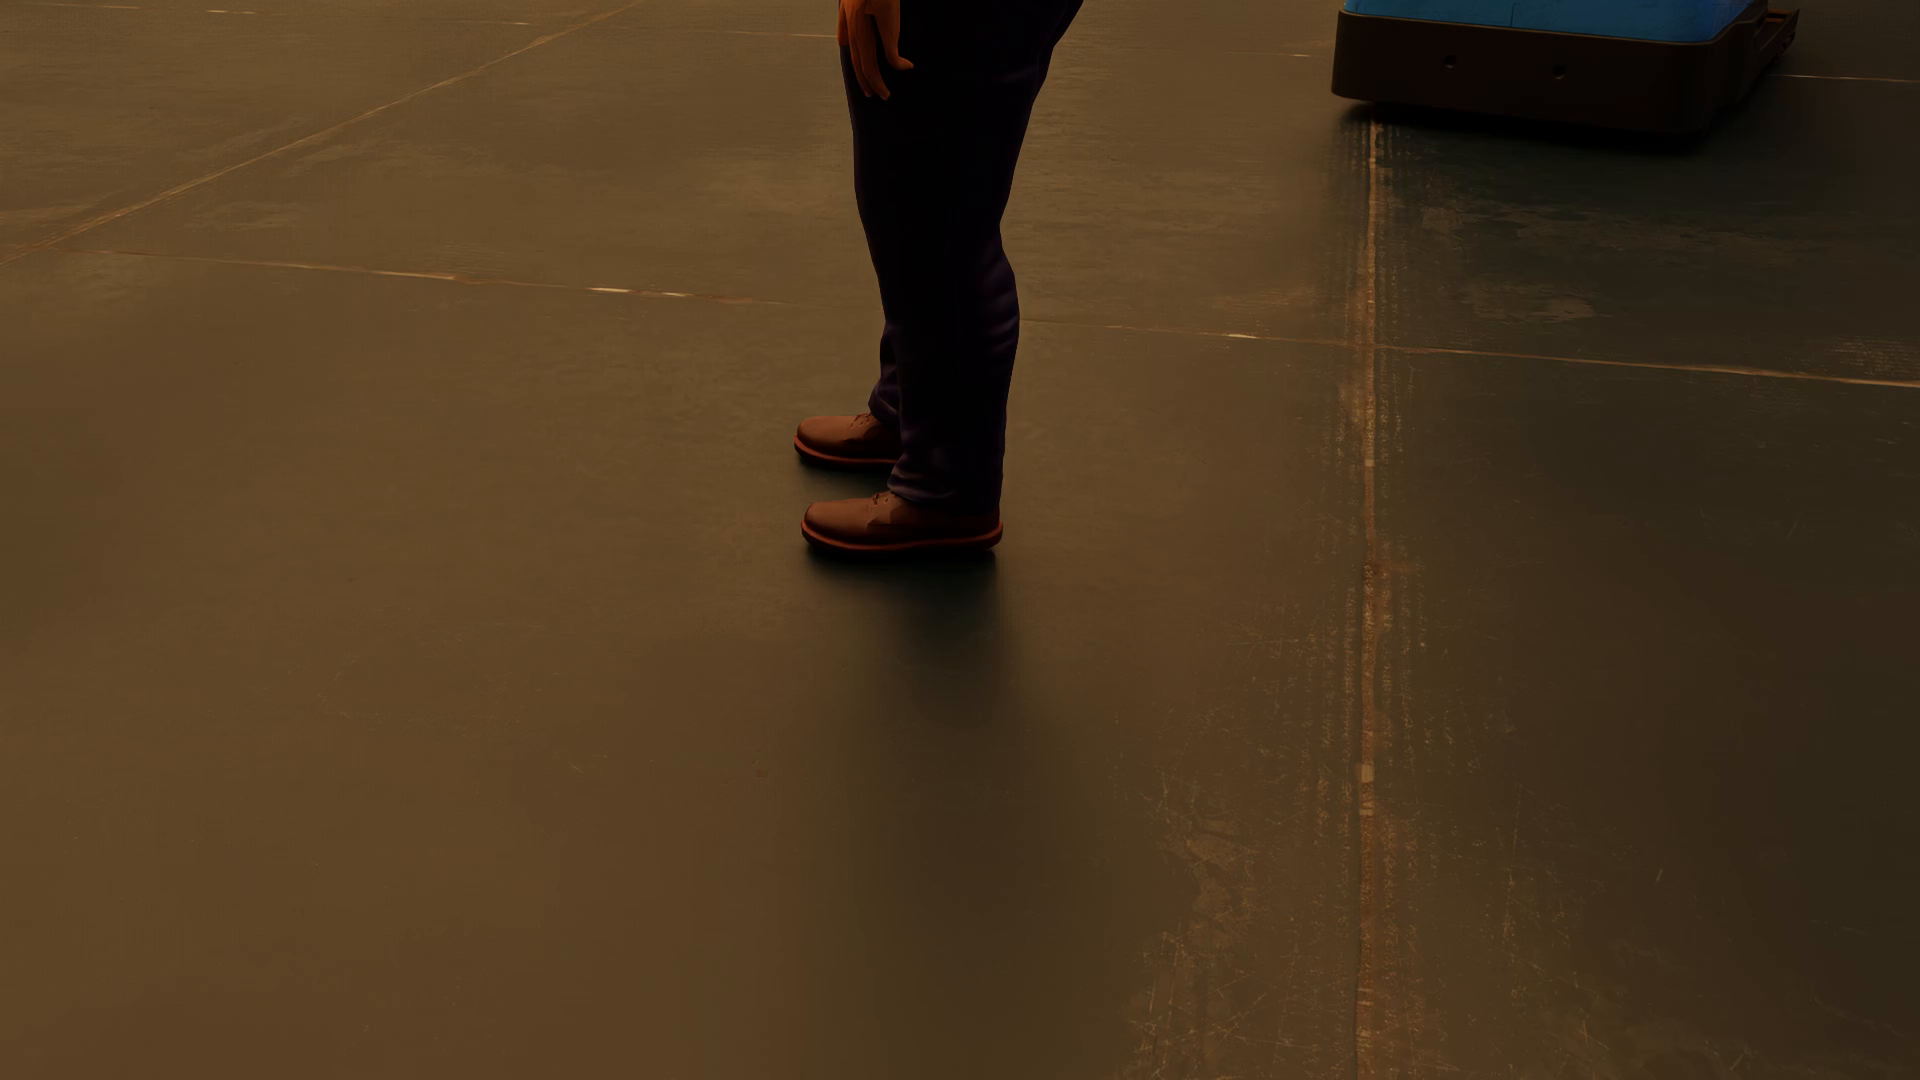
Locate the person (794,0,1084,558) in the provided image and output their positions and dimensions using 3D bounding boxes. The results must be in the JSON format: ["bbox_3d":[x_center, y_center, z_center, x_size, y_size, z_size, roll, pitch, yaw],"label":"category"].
[{"bbox_3d":[-0.083,-0.761,2.164,0.502,1.651,0.598,6,27,11],"label":"person"}]

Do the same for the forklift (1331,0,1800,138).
[{"bbox_3d":[2.311,-3.038,5.268,1.130,2.935,3.031,15,30,27],"label":"forklift"}]
